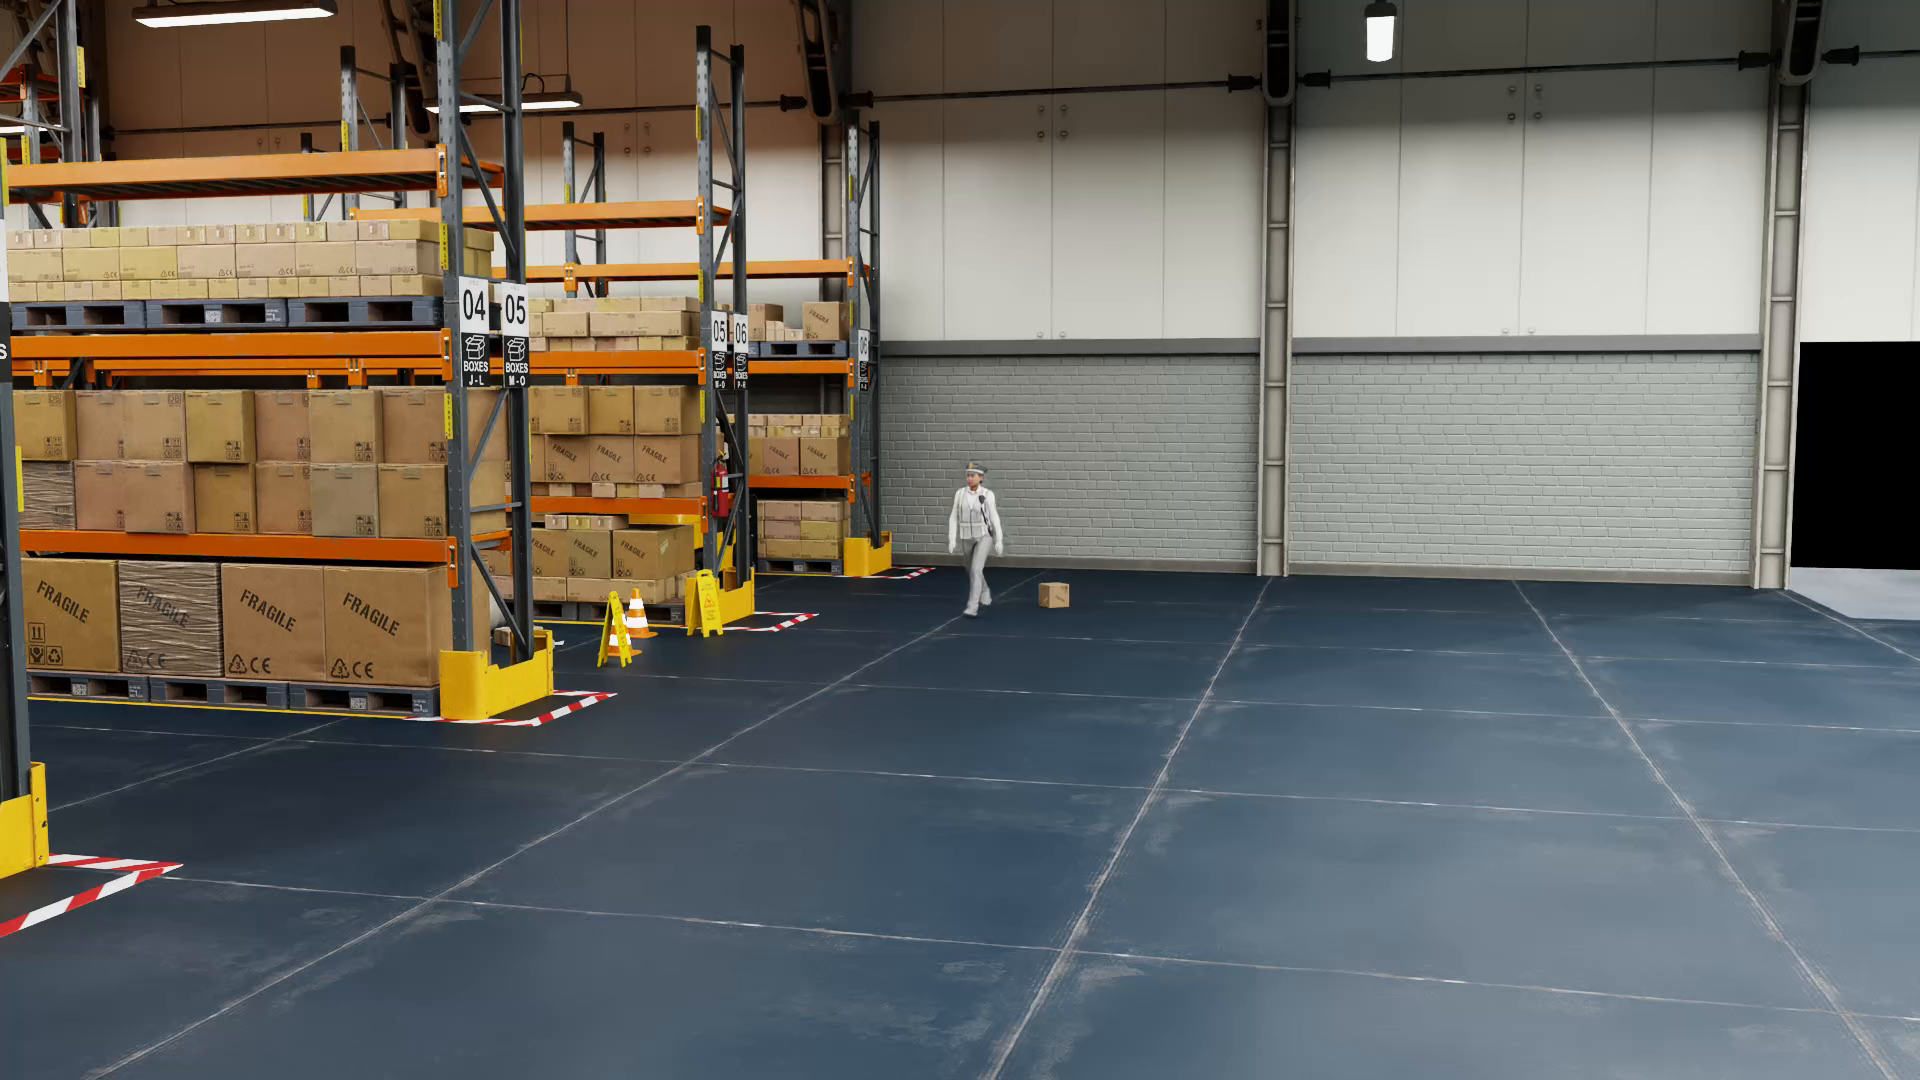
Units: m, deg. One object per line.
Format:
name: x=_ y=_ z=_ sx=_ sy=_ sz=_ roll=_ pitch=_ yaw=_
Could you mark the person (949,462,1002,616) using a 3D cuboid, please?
person: x=0.178 y=-0.032 z=17.874 sx=0.552 sy=1.628 sz=0.999 roll=2 pitch=5 yaw=20
